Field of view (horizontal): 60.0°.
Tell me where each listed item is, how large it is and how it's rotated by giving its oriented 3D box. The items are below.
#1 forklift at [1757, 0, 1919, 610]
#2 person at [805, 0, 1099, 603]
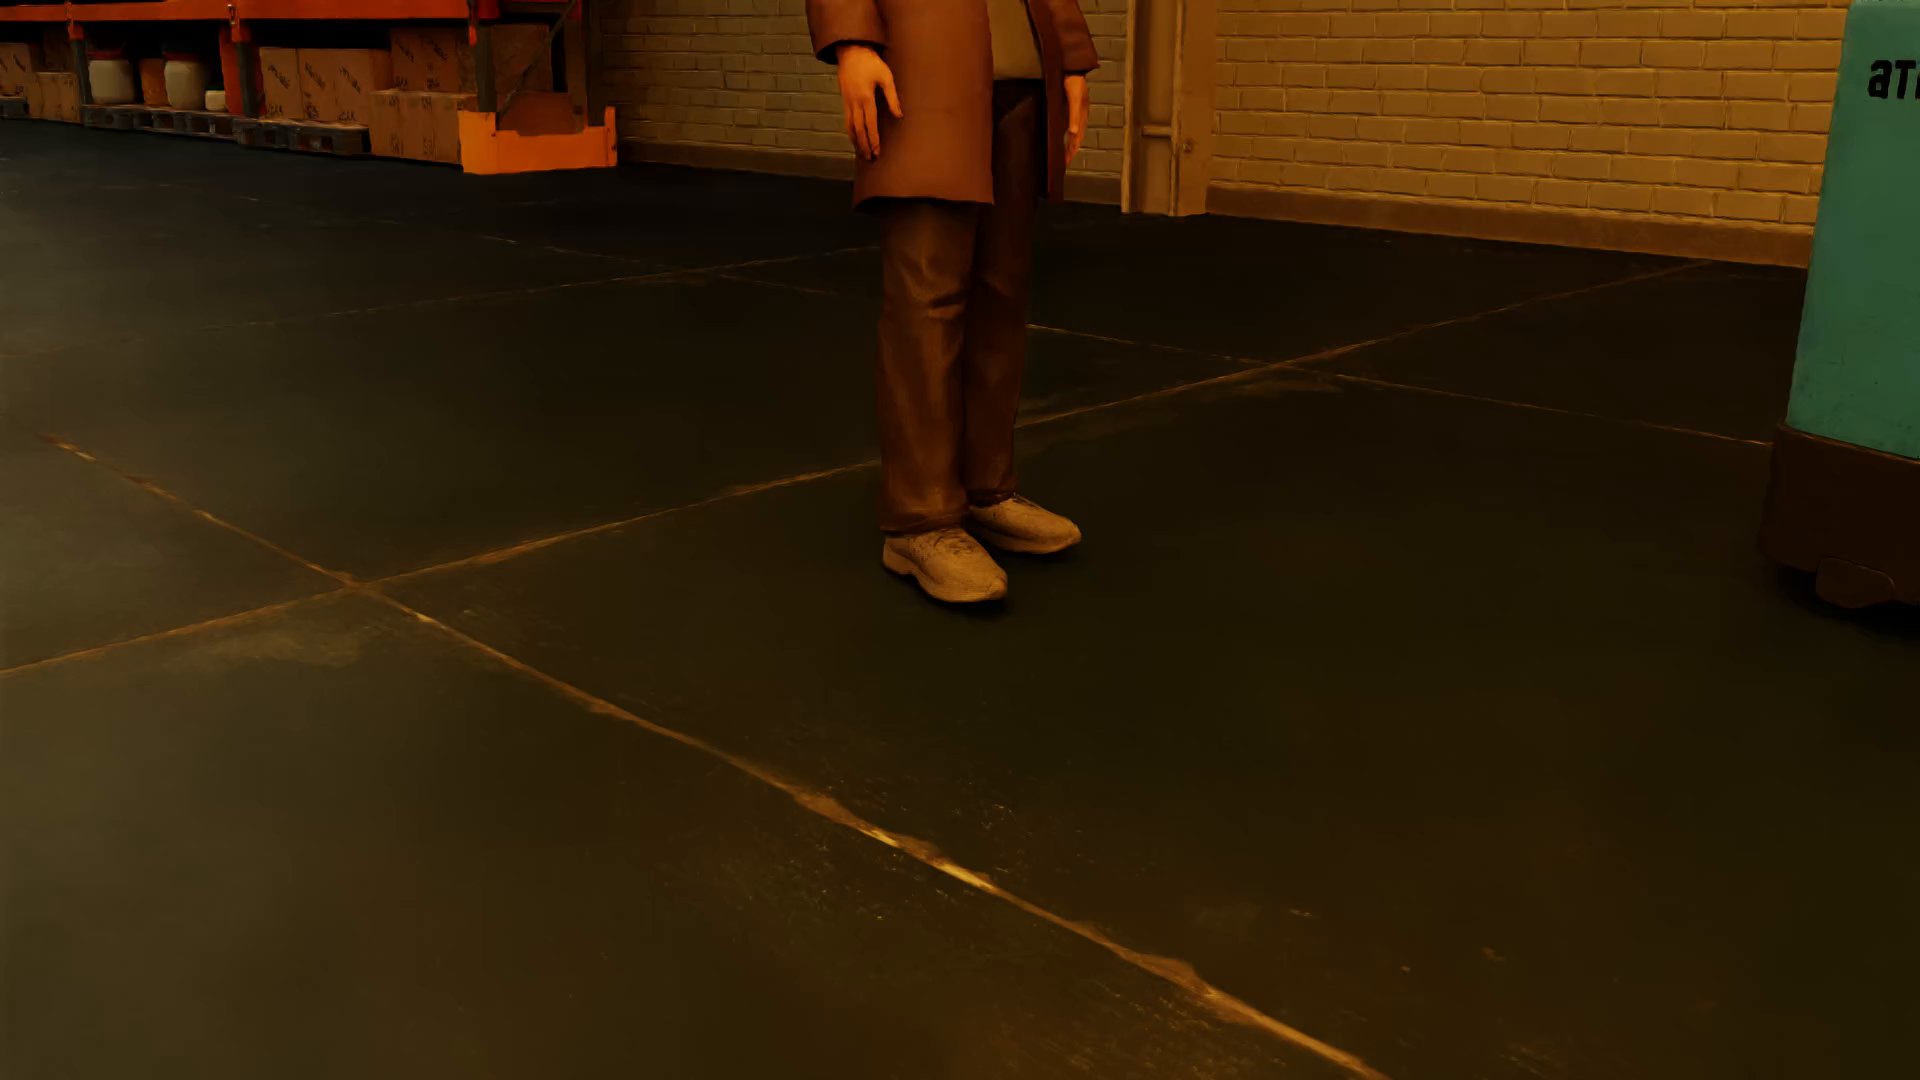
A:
[{"bbox_3d":[2.566,-0.982,1.605,1.130,2.935,3.031,-8,19,-24],"label":"forklift"},{"bbox_3d":[0.062,-0.837,3.066,0.580,1.776,0.694,16,23,42],"label":"person"}]
